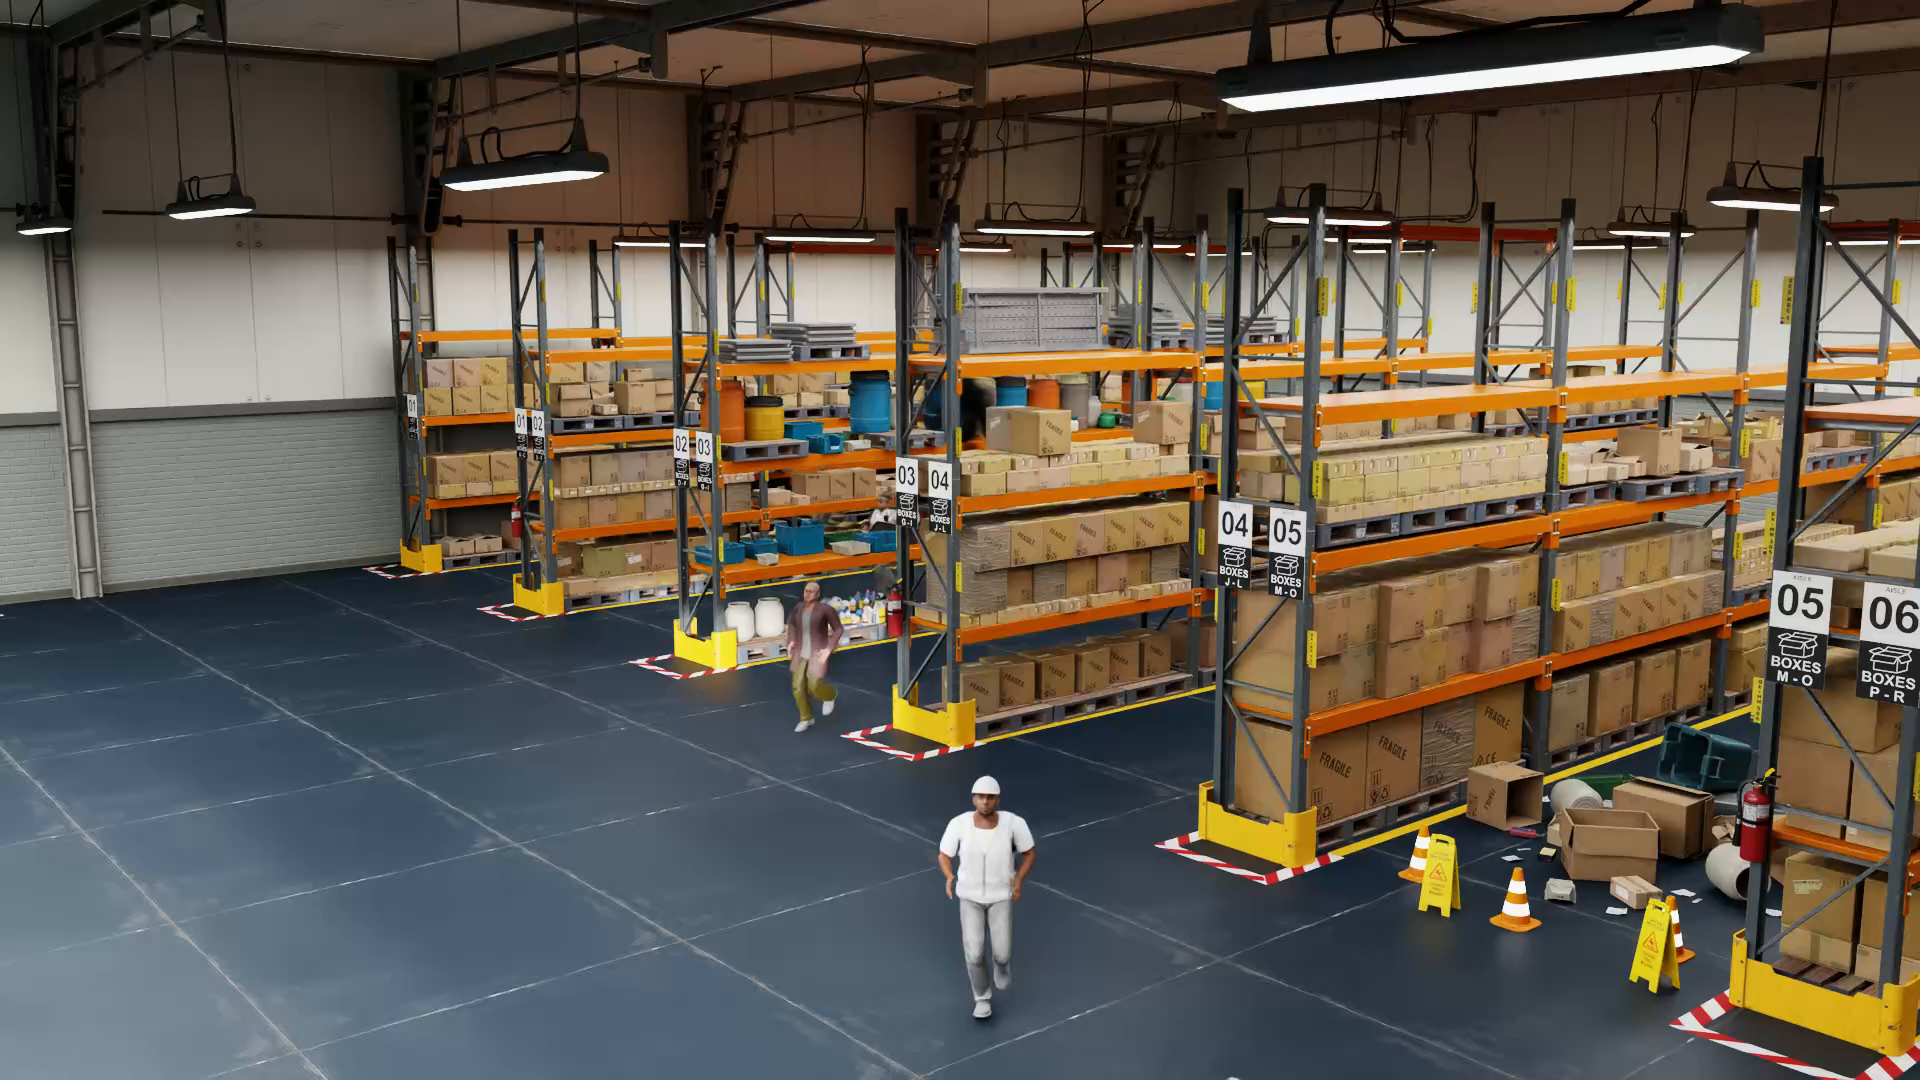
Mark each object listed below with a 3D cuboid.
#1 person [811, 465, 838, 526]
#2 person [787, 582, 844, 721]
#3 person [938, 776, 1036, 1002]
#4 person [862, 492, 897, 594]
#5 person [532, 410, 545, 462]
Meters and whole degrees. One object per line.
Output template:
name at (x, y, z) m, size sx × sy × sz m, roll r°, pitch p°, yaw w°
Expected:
person at (-2.708, -0.750, 33.086) m, size 0.671 × 1.717 × 0.751 m, roll 8°, pitch 12°, yaw 42°
person at (-1.710, 1.297, 19.496) m, size 0.740 × 1.653 × 0.646 m, roll 4°, pitch 10°, yaw 23°
person at (0.183, 2.492, 11.805) m, size 0.697 × 1.660 × 0.561 m, roll 1°, pitch 9°, yaw 5°
person at (-1.262, 0.041, 27.105) m, size 0.732 × 1.652 × 0.640 m, roll -8°, pitch 12°, yaw -41°
person at (-2.746, 1.130, 16.072) m, size 11.734 × 3.203 × 18.879 m, roll 2°, pitch 9°, yaw 11°
